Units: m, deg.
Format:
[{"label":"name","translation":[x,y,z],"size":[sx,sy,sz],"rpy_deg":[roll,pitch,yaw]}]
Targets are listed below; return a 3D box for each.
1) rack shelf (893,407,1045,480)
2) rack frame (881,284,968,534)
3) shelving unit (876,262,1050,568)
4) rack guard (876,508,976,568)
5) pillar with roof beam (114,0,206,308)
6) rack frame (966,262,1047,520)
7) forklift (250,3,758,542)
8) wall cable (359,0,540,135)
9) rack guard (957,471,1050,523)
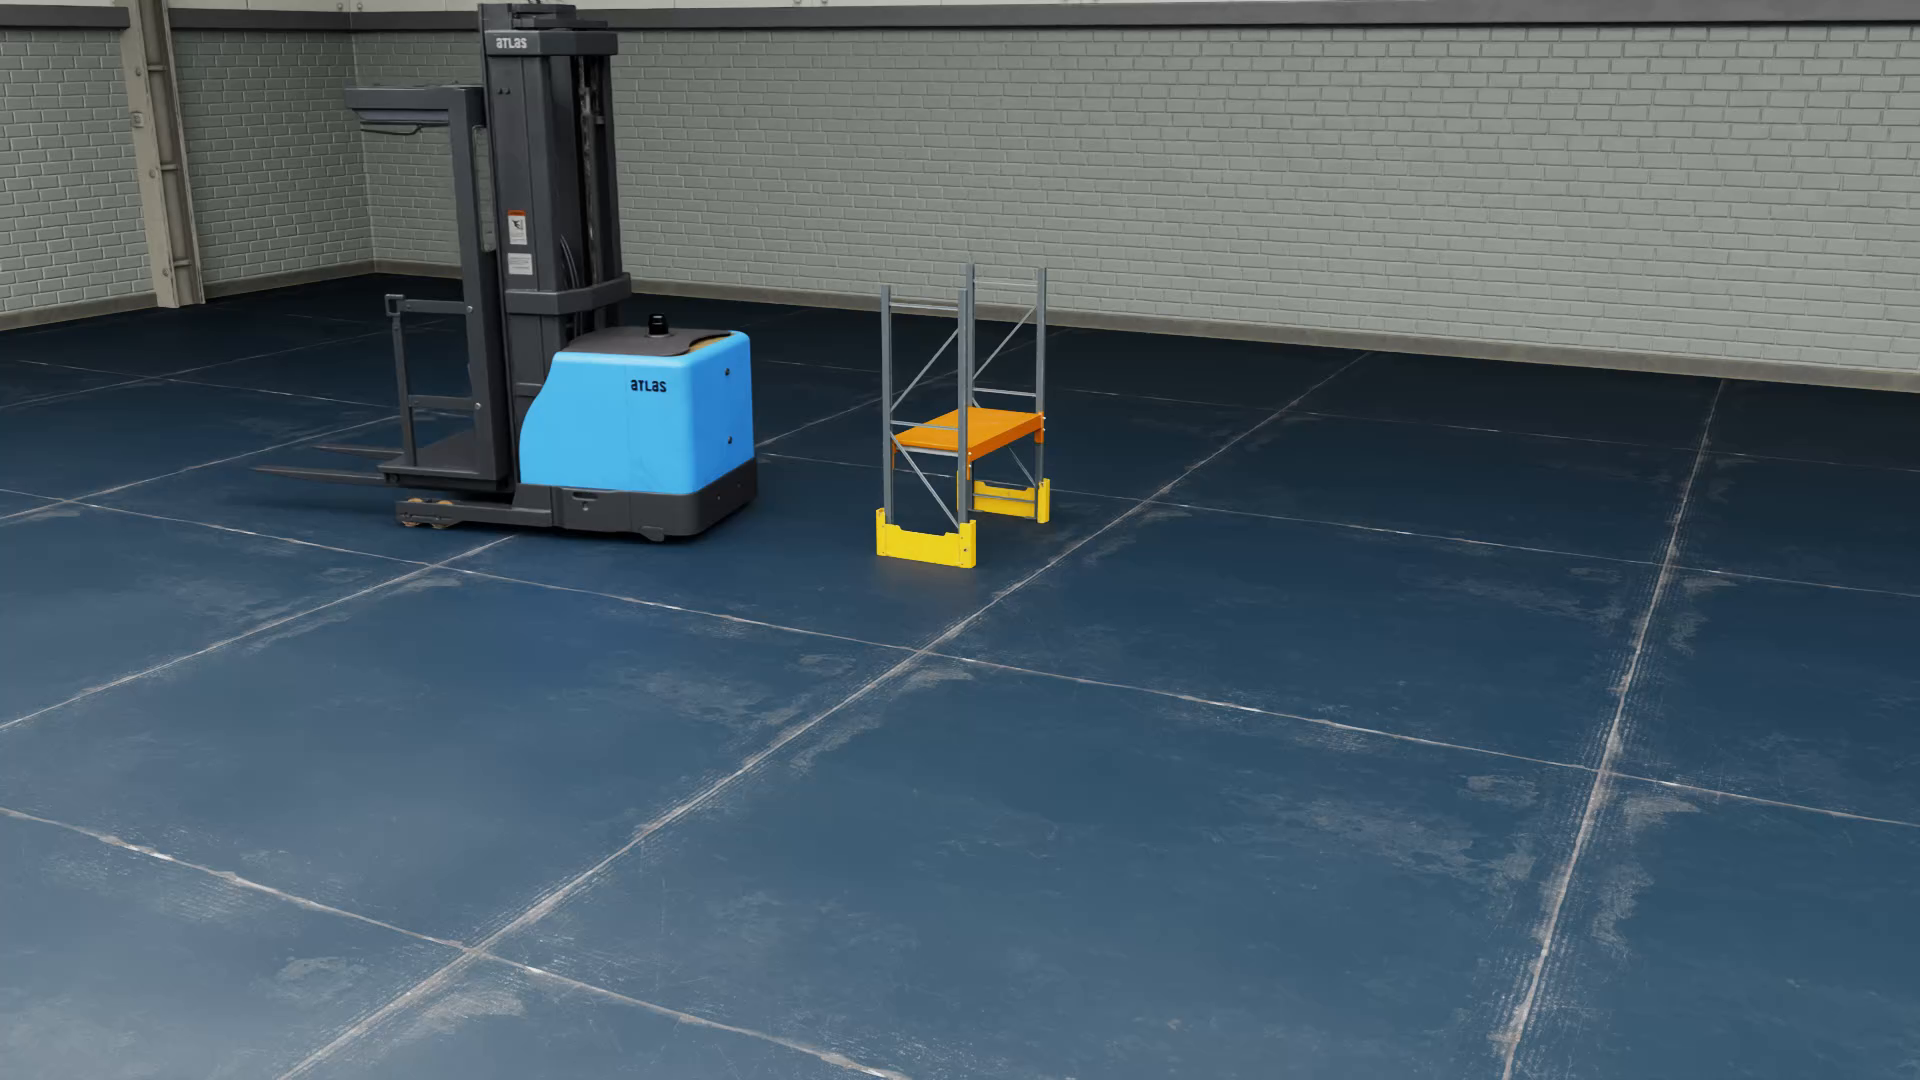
[{"label":"rack shelf","translation":[0.038,-0.568,9.435],"size":[0.538,0.185,1.000],"rpy_deg":[8,18,25]},{"label":"rack frame","translation":[-0.189,-0.611,8.948],"size":[0.500,1.500,0.032],"rpy_deg":[8,18,25]},{"label":"shelving unit","translation":[0.034,-0.738,9.376],"size":[0.587,1.500,1.083],"rpy_deg":[8,18,25]},{"label":"rack guard","translation":[-0.188,-0.012,9.127],"size":[0.587,0.250,0.087],"rpy_deg":[8,18,25]},{"label":"pillar with roof beam","translation":[-4.670,-6.340,15.066],"size":[9.100,9.000,0.400],"rpy_deg":[8,18,25]},{"label":"rack frame","translation":[0.265,-0.870,9.820],"size":[0.500,1.500,0.032],"rpy_deg":[8,18,25]},{"label":"forklift","translation":[-2.817,-1.607,9.788],"size":[3.031,2.935,1.130],"rpy_deg":[4,17,15]},{"label":"wall cable","translation":[-6.022,-5.982,19.313],"size":[3.097,2.526,0.112],"rpy_deg":[8,18,25]},{"label":"rack guard","translation":[0.257,-0.266,9.981],"size":[0.587,0.250,0.087],"rpy_deg":[8,18,25]}]
